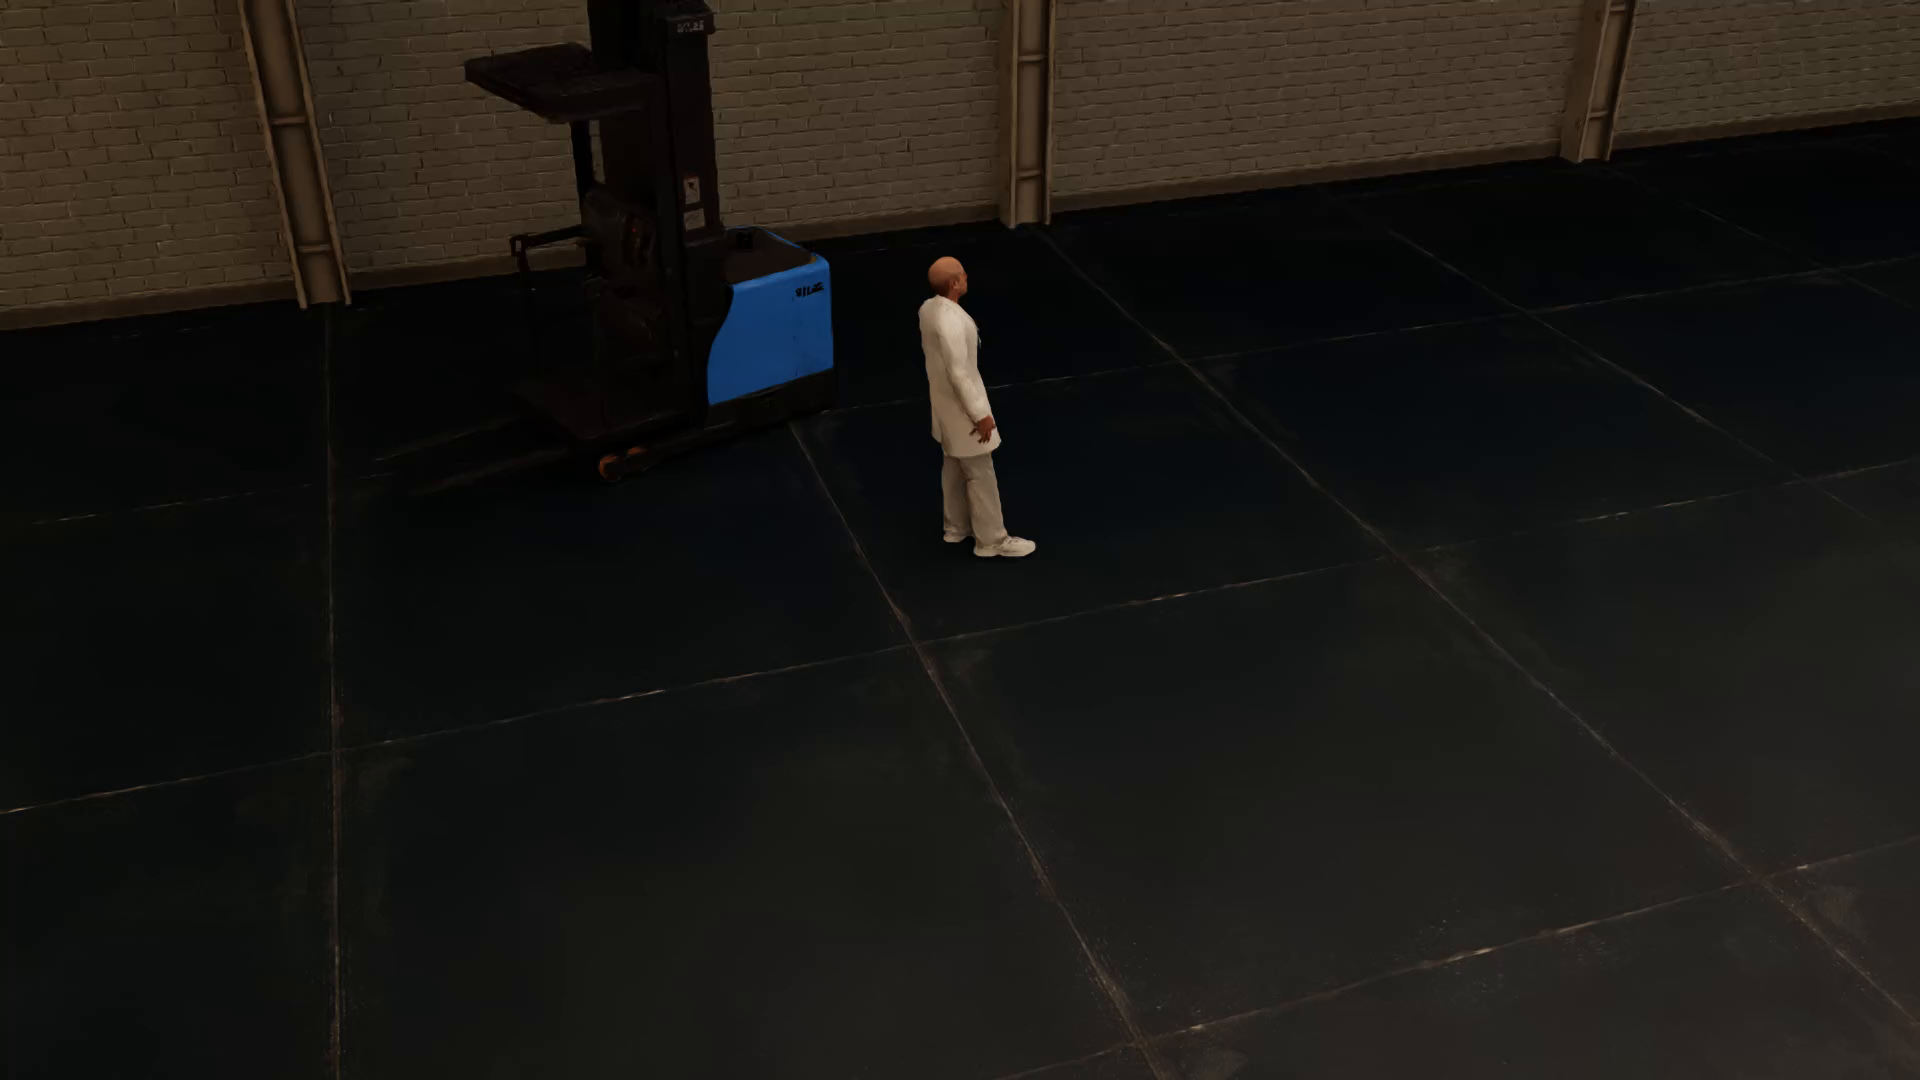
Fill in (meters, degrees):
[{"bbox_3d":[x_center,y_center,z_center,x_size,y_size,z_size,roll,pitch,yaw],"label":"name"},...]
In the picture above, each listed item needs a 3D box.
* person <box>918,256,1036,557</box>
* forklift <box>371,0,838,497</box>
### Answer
[{"bbox_3d":[0.088,-0.789,9.600,0.579,1.776,0.694,-10,31,-16],"label":"person"},{"bbox_3d":[-2.324,-1.942,10.463,3.031,2.935,1.130,-22,36,-33],"label":"forklift"}]
